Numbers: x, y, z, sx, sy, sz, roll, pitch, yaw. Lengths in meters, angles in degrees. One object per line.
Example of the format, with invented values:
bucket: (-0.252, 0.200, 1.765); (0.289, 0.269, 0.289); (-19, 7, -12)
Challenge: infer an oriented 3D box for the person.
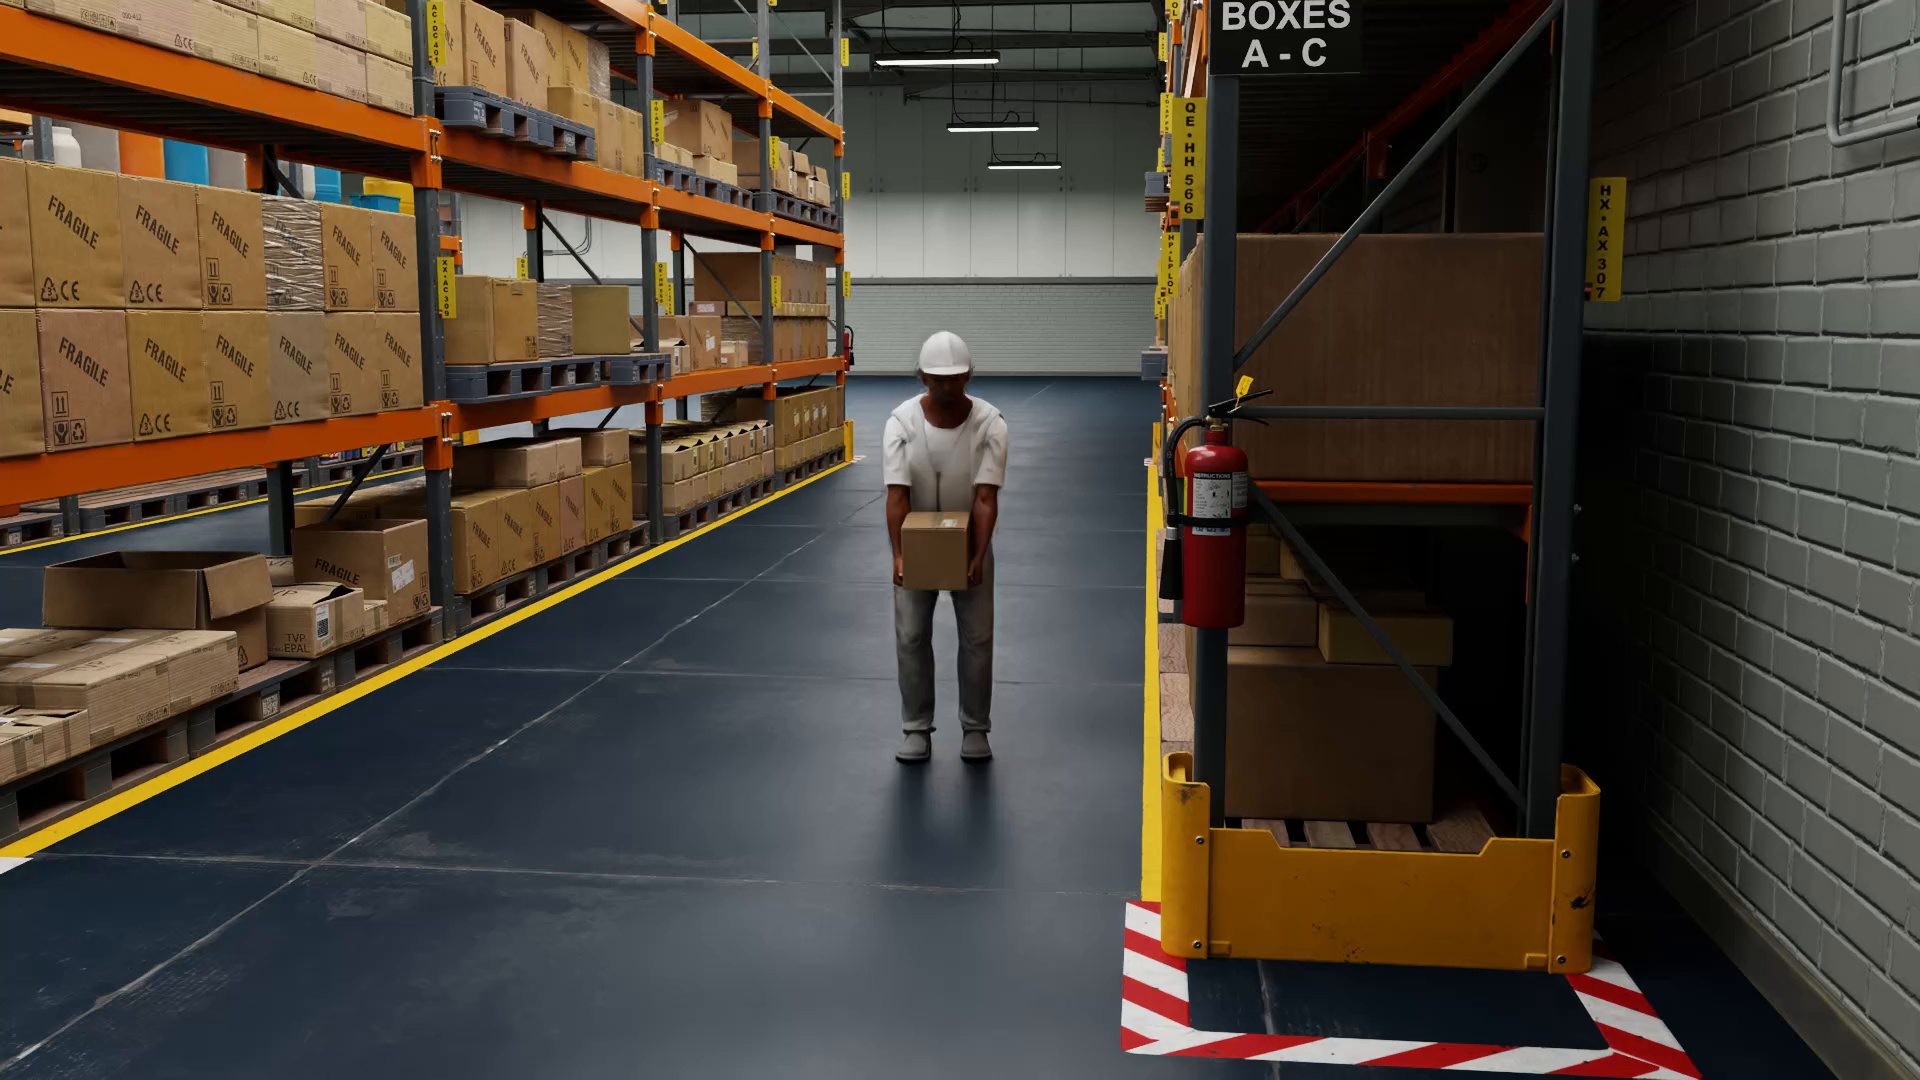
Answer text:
person: (-0.058, 0.032, 6.637); (0.488, 1.719, 0.611); (1, 8, 4)
